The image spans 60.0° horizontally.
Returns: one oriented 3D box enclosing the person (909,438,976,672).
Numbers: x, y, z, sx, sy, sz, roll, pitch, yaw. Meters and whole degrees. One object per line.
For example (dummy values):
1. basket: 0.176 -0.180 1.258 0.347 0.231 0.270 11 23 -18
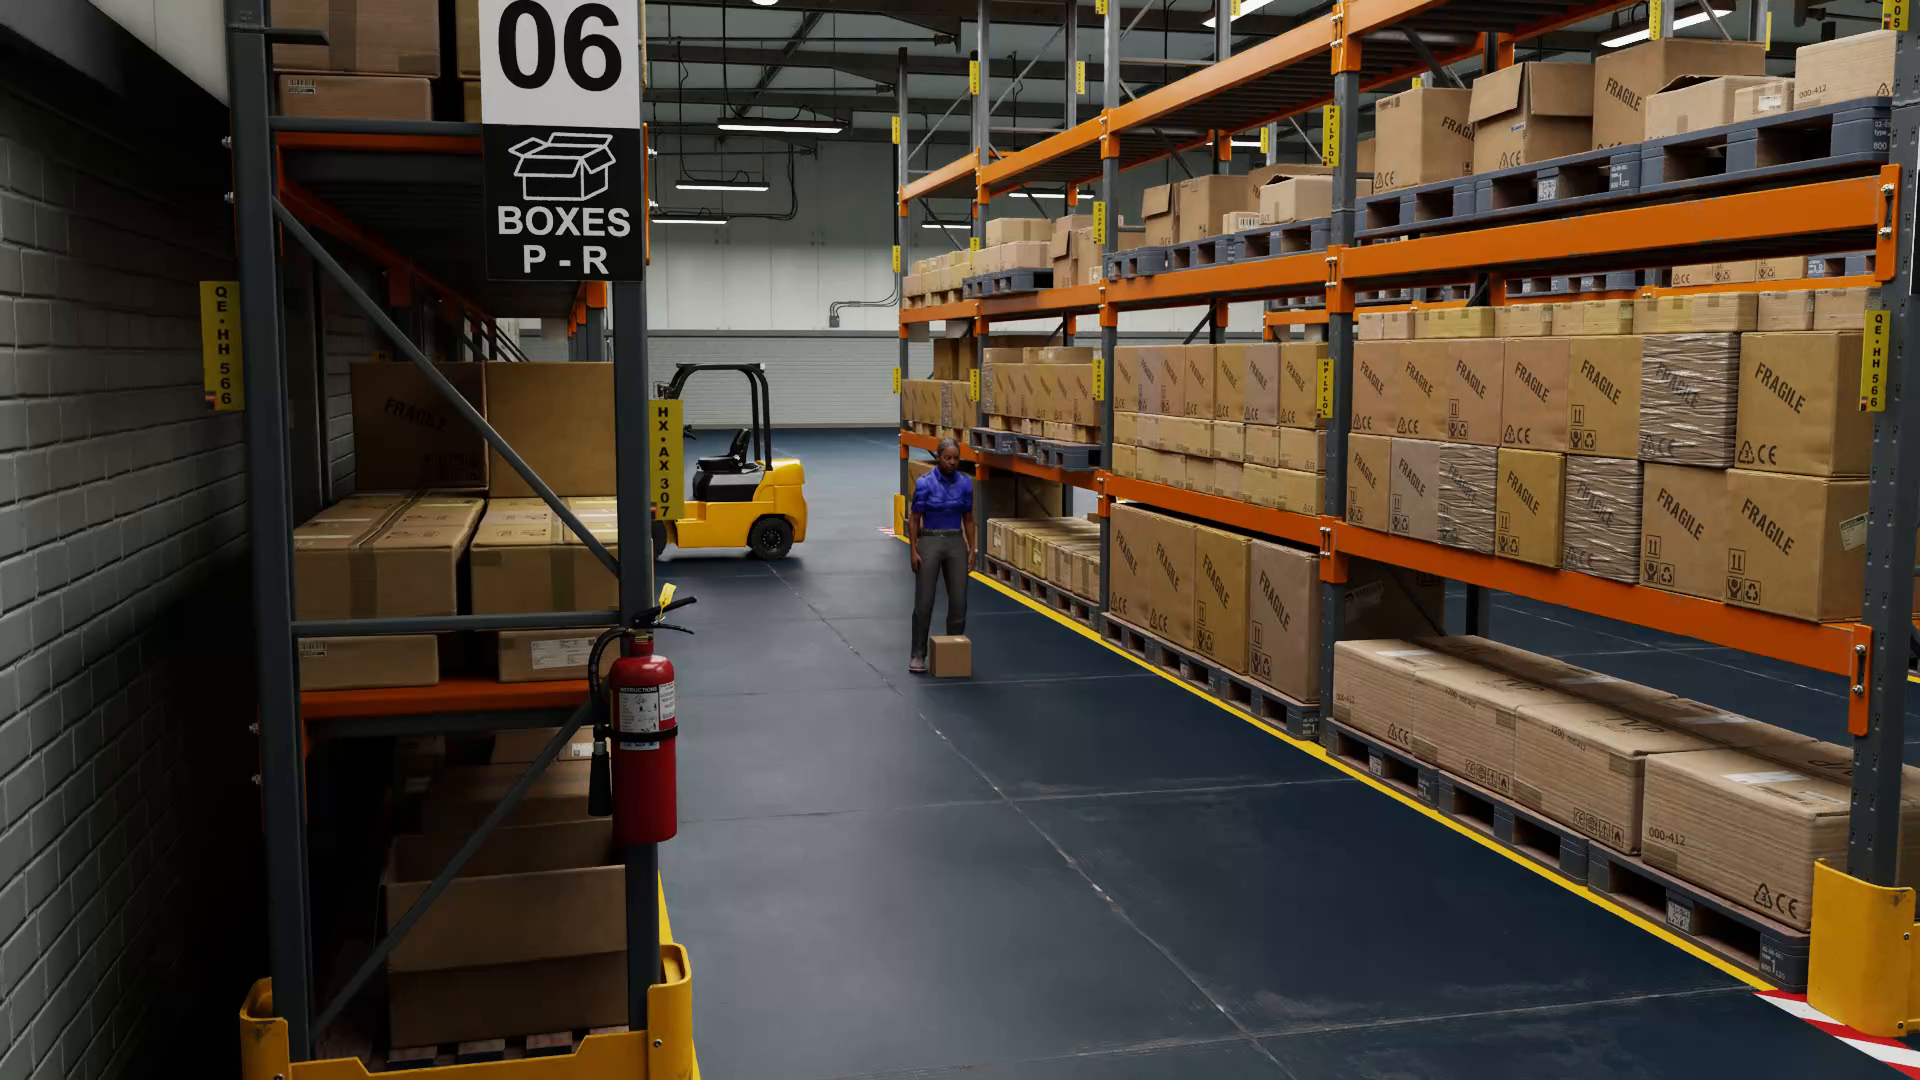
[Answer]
1. person: -0.132 0.096 11.832 0.524 1.653 0.352 -2 7 -17
